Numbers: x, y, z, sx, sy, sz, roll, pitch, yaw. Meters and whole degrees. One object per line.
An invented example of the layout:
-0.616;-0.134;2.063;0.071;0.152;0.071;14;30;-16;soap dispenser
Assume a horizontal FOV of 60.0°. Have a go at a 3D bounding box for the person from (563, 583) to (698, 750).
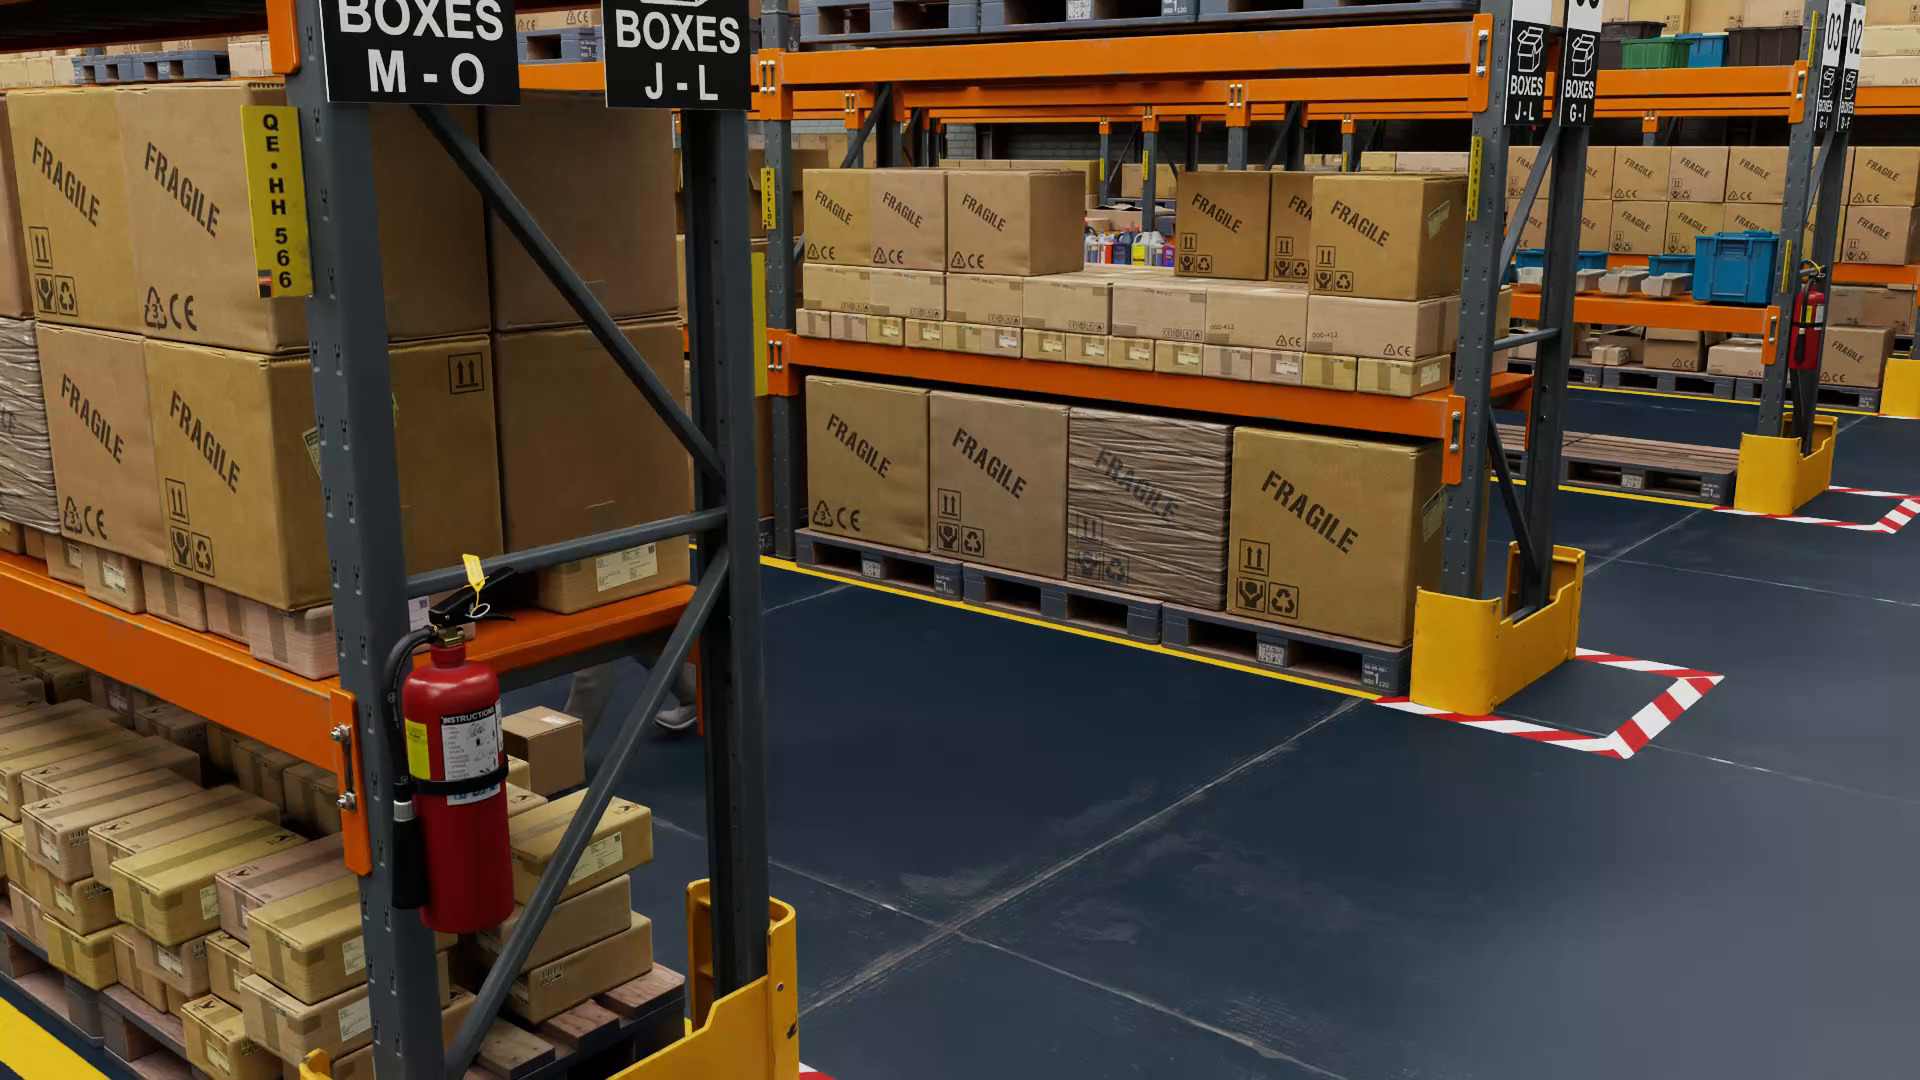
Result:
-1.336;0.027;6.366;0.923;1.630;0.508;-10;17;-36;person
